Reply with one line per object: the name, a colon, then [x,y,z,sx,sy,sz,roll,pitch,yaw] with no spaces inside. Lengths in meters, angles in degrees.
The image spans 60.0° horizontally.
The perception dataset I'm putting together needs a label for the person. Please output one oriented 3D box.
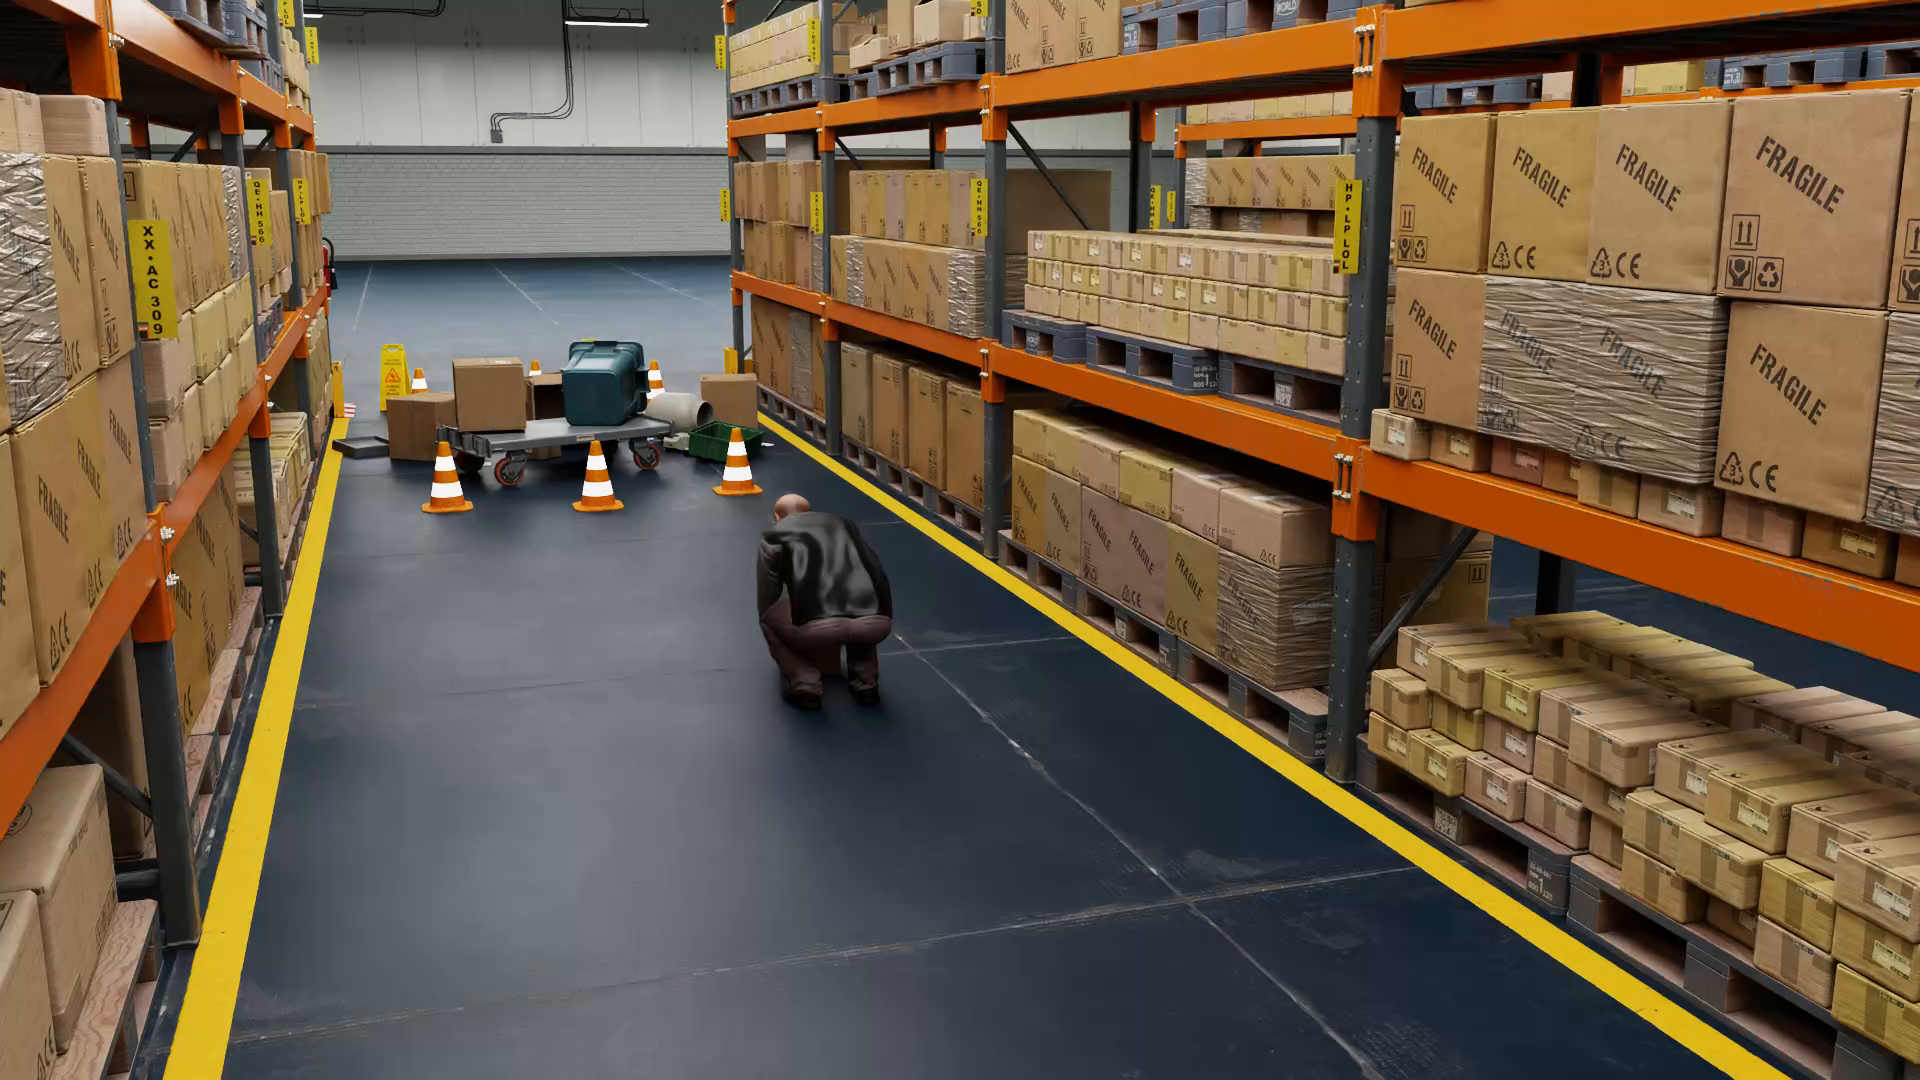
person: [-0.611,0.270,7.380,0.530,0.840,0.875,-4,13,-18]
